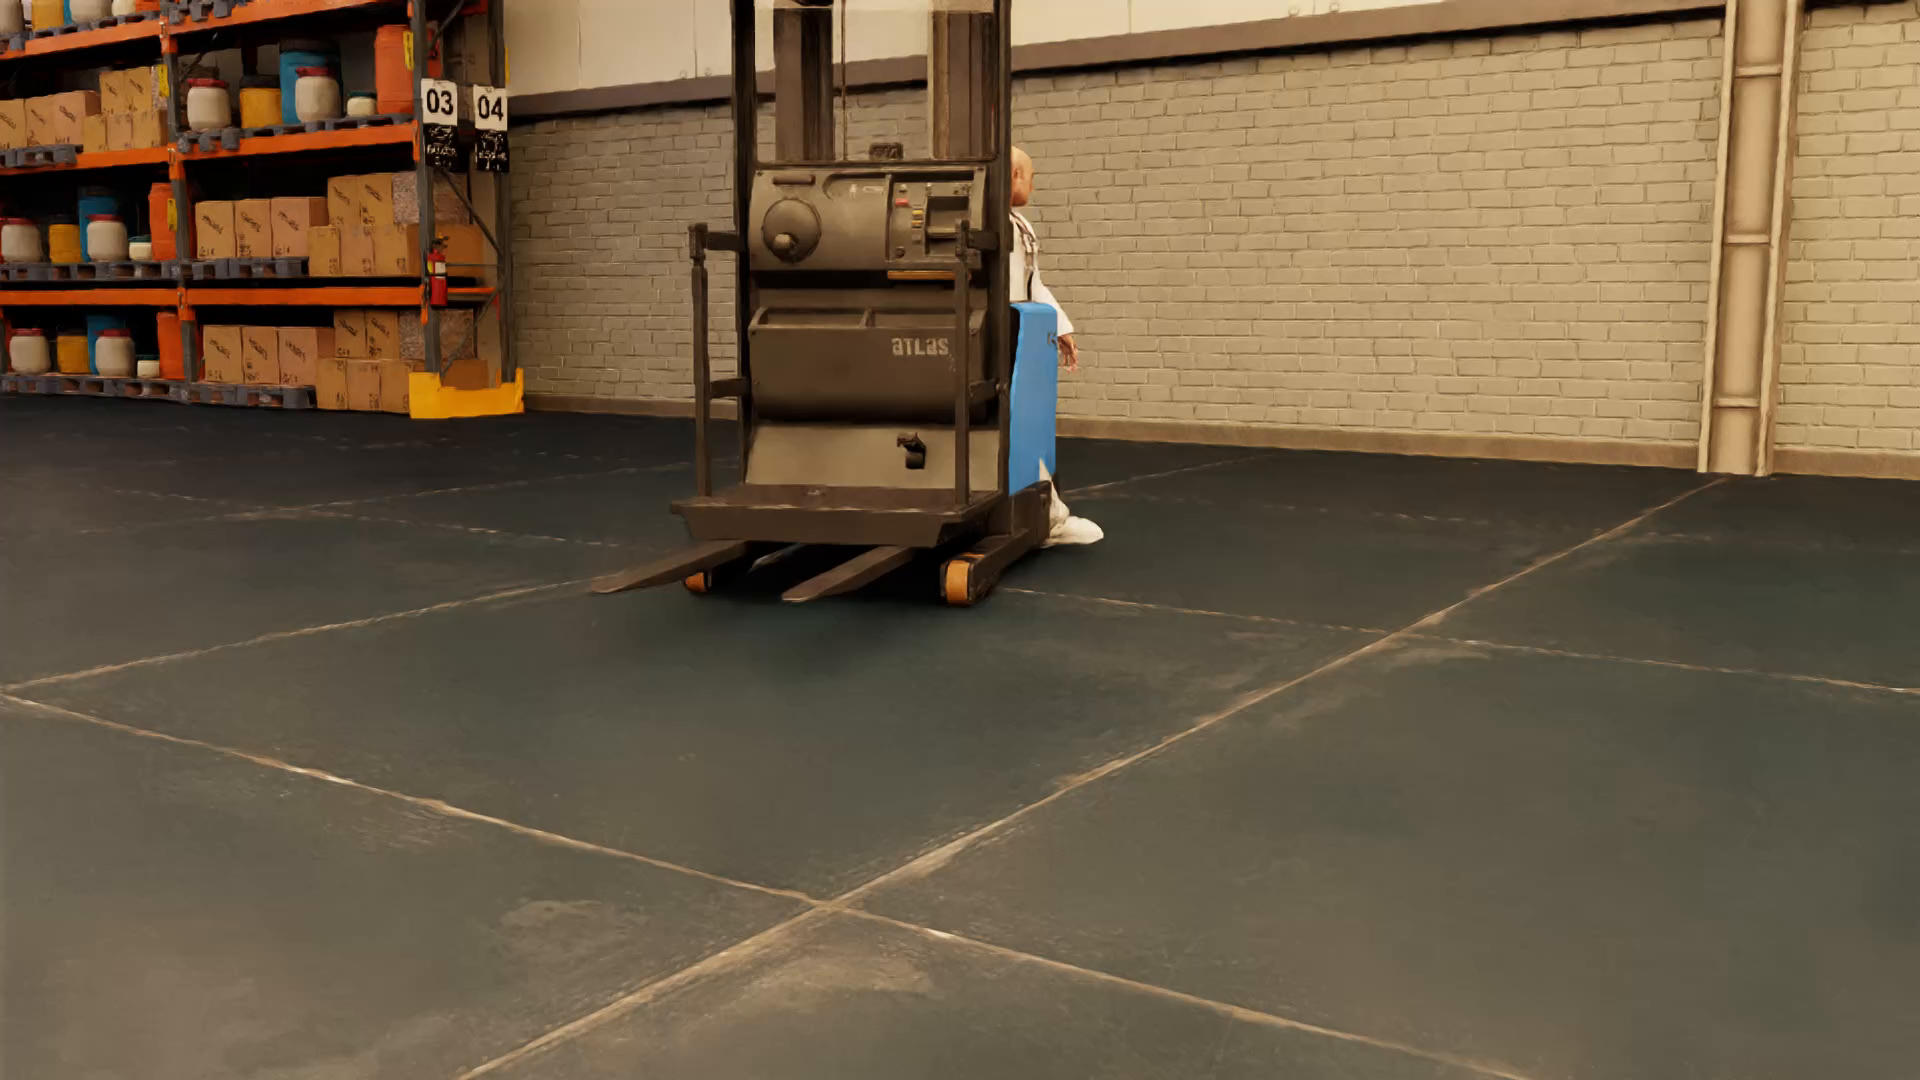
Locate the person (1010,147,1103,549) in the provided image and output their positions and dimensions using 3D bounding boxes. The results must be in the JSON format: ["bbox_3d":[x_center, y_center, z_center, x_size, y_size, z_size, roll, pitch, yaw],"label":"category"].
[{"bbox_3d":[0.281,-0.838,7.302,0.841,1.750,0.781,3,9,22],"label":"person"}]

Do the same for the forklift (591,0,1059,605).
[{"bbox_3d":[-0.407,-1.275,6.157,1.130,2.935,3.031,2,8,14],"label":"forklift"}]
